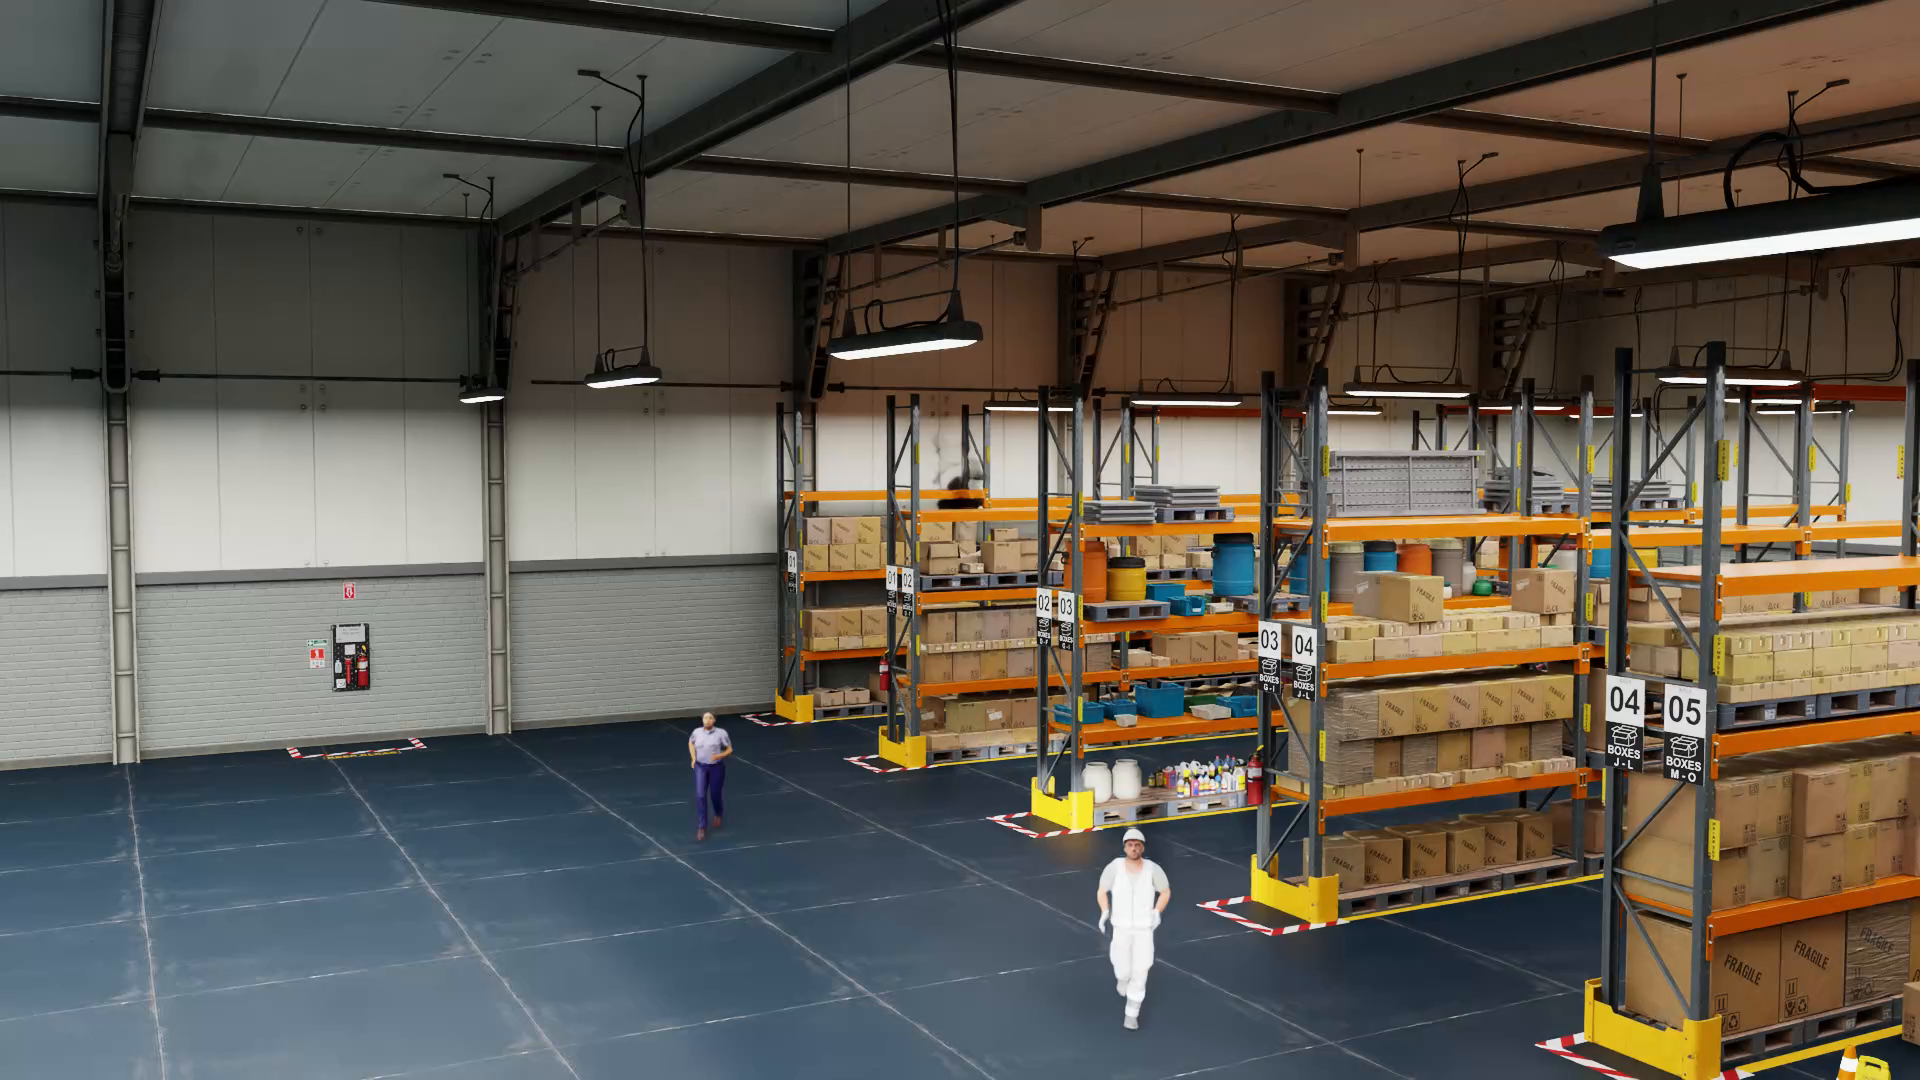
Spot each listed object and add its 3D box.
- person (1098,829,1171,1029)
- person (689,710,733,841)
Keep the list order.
[{"bbox_3d":[1.562,3.450,14.925,0.655,1.739,0.638,0,3,6],"label":"person"},{"bbox_3d":[-3.319,3.121,22.088,0.603,1.573,0.886,0,3,-1],"label":"person"}]
